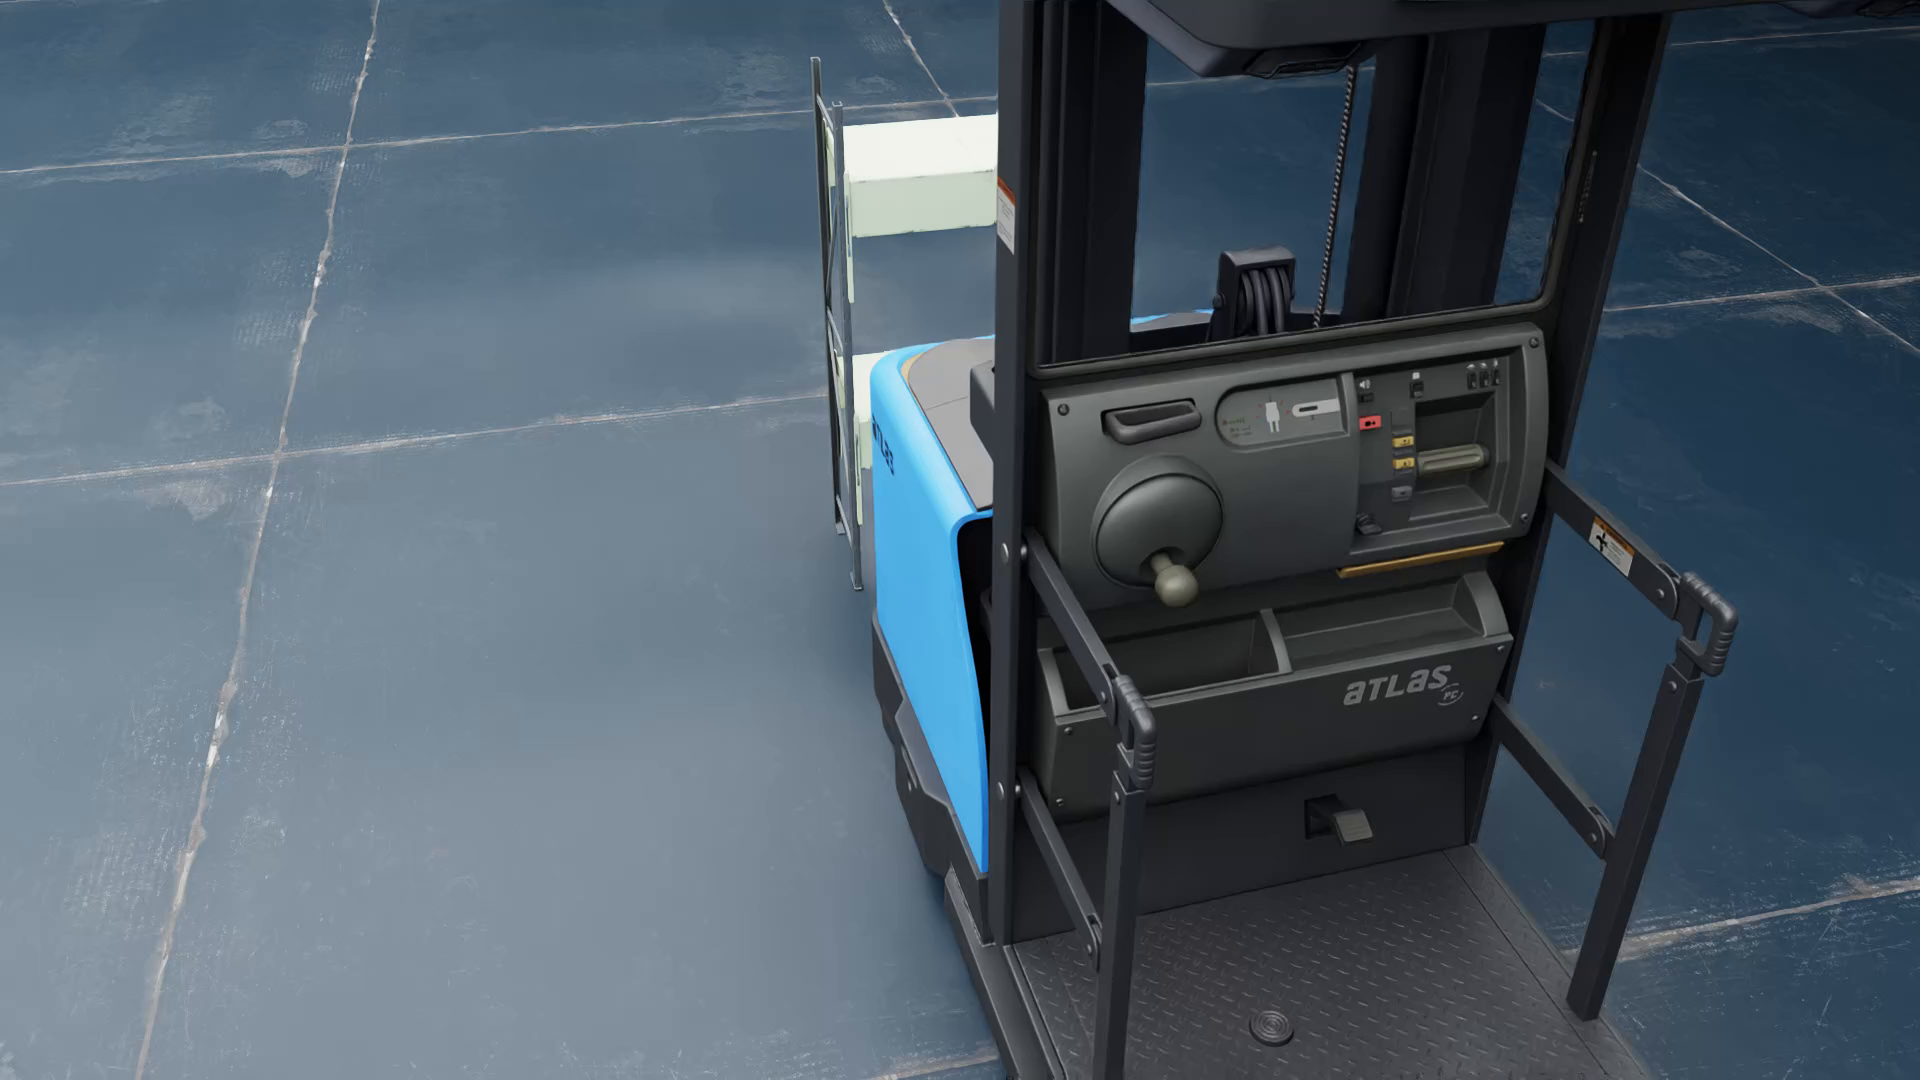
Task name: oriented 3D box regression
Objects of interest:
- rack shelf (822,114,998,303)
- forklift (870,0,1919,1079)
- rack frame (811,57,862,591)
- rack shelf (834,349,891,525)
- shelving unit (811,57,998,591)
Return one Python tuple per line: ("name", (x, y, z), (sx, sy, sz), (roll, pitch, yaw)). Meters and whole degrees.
("rack shelf", (0.007, -0.948, 4.616), (0.720, 0.370, 0.431), (-7, 35, -11))
("forklift", (0.662, -0.069, 2.722), (1.130, 2.935, 3.031), (-9, 35, -13))
("rack frame", (-0.350, -0.579, 4.766), (0.023, 1.500, 0.400), (-7, 35, -11))
("rack shelf", (0.007, -0.353, 5.015), (0.720, 0.370, 0.431), (-7, 35, -11))
("shelving unit", (0.007, -0.624, 4.833), (0.755, 1.500, 0.431), (-7, 35, -11))
